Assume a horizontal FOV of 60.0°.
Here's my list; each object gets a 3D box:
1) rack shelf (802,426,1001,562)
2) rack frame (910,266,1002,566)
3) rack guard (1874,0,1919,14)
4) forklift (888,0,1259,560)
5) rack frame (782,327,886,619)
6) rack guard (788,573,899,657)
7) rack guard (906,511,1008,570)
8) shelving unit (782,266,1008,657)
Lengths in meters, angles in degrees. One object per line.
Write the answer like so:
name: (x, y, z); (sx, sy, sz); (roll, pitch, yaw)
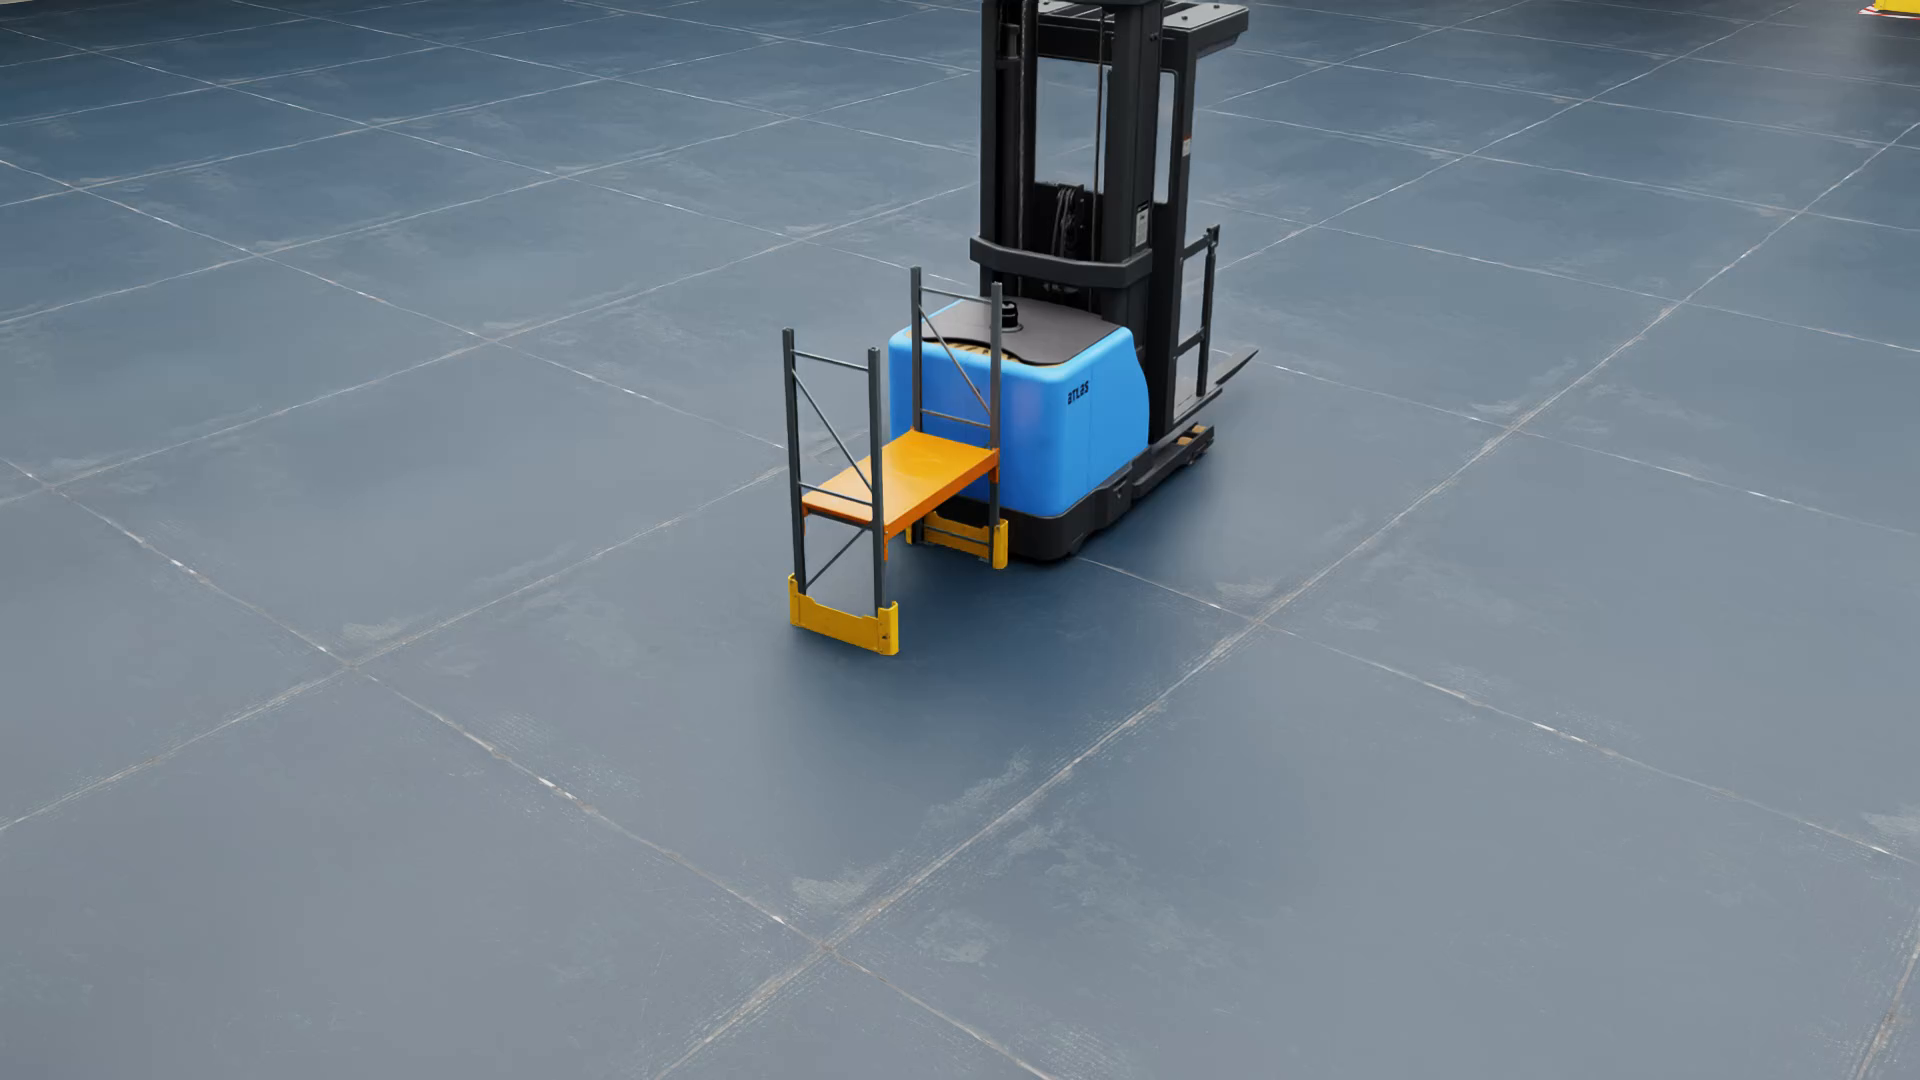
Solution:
rack shelf: (-0.290, -0.240, 7.973); (0.538, 0.185, 1.000); (16, 31, 28)
rack frame: (-0.020, -0.598, 8.273); (0.500, 1.500, 0.032); (16, 31, 28)
rack guard: (13.114, -7.418, 22.546); (1.175, 0.500, 0.348); (21, 34, 34)
forklift: (0.830, -1.833, 9.104); (1.130, 2.935, 3.031); (16, 31, 28)
rack frame: (-0.560, -0.202, 7.508); (0.500, 1.500, 0.032); (16, 31, 28)
rack guard: (-0.549, 0.346, 7.809); (0.587, 0.250, 0.087); (16, 31, 28)
rack guard: (-0.021, -0.042, 8.559); (0.587, 0.250, 0.087); (16, 31, 28)
shelving unit: (-0.285, -0.403, 7.897); (0.587, 1.500, 1.083); (16, 31, 28)
